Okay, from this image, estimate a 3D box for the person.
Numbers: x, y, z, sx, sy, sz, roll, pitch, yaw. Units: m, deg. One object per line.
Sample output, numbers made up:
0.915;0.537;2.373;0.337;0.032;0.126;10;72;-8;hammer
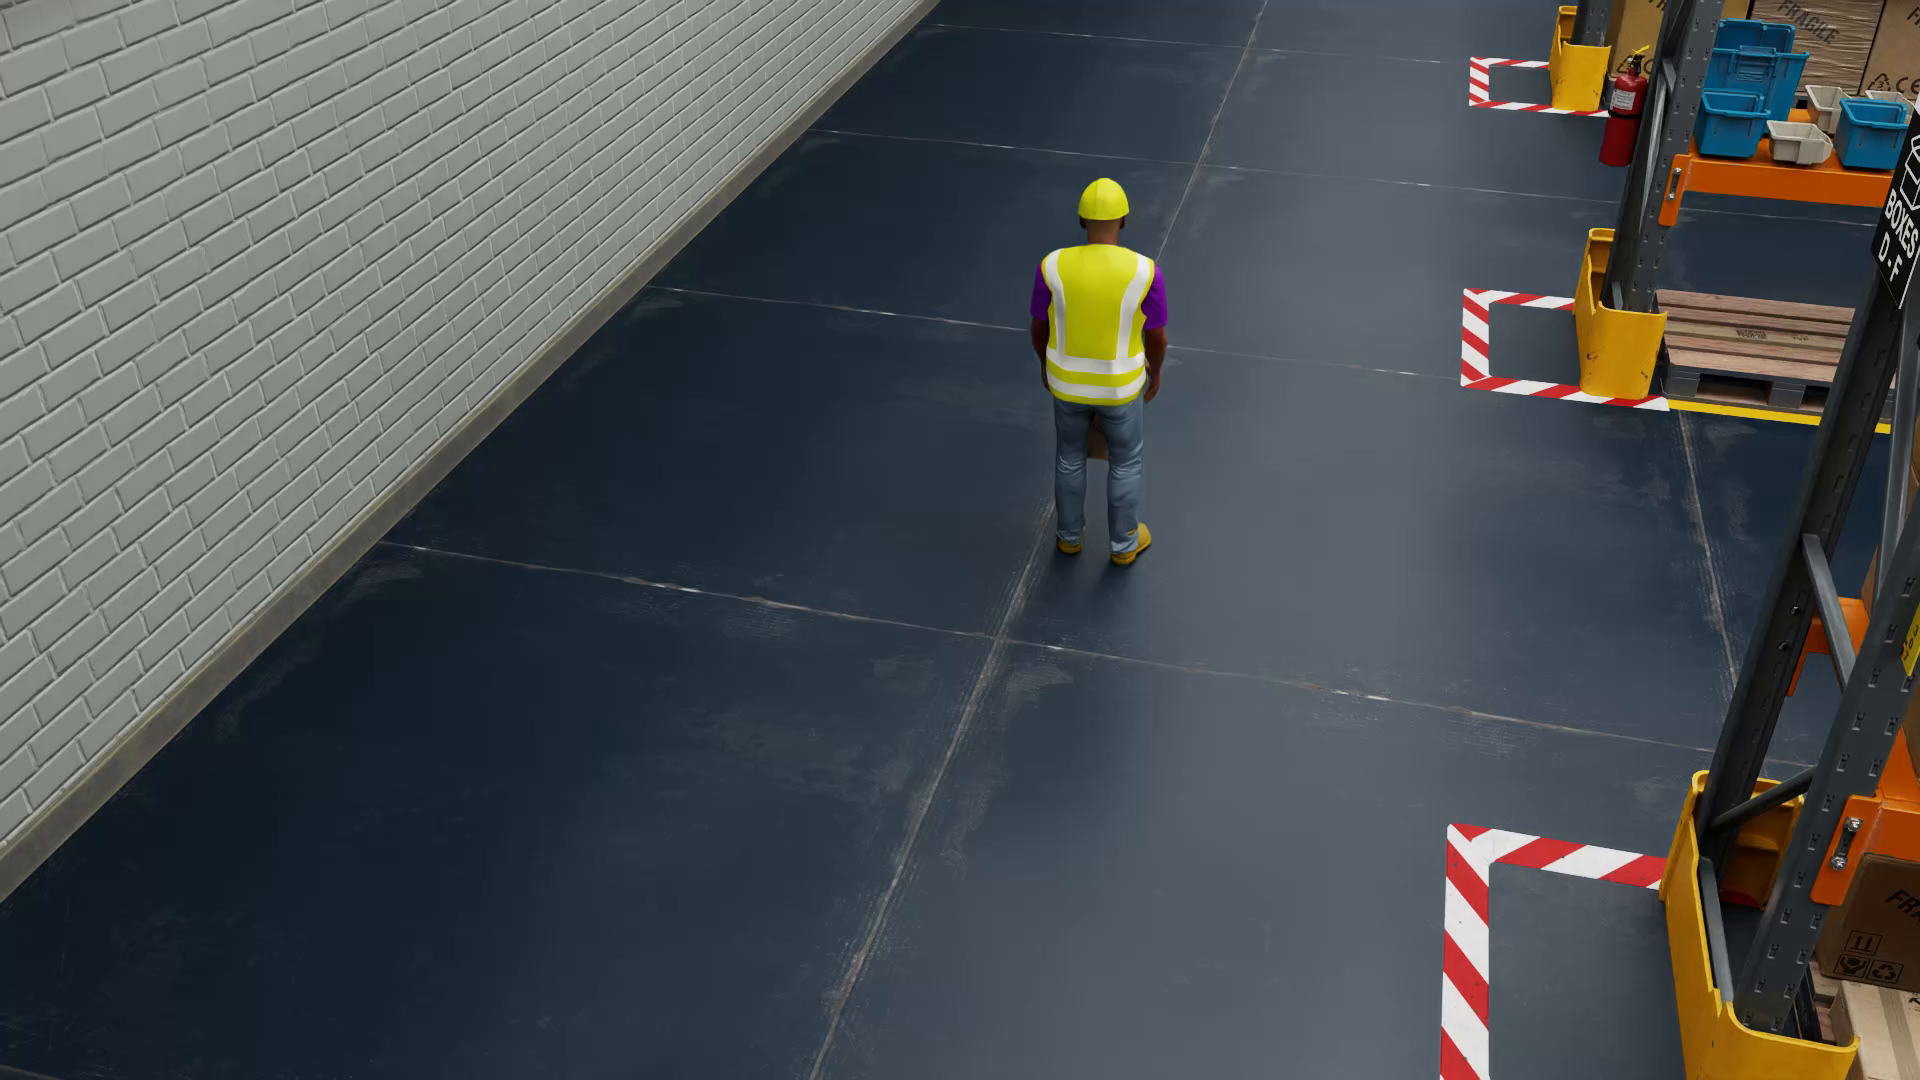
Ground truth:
0.596;-0.706;7.220;0.589;1.765;0.457;7;33;11;person
